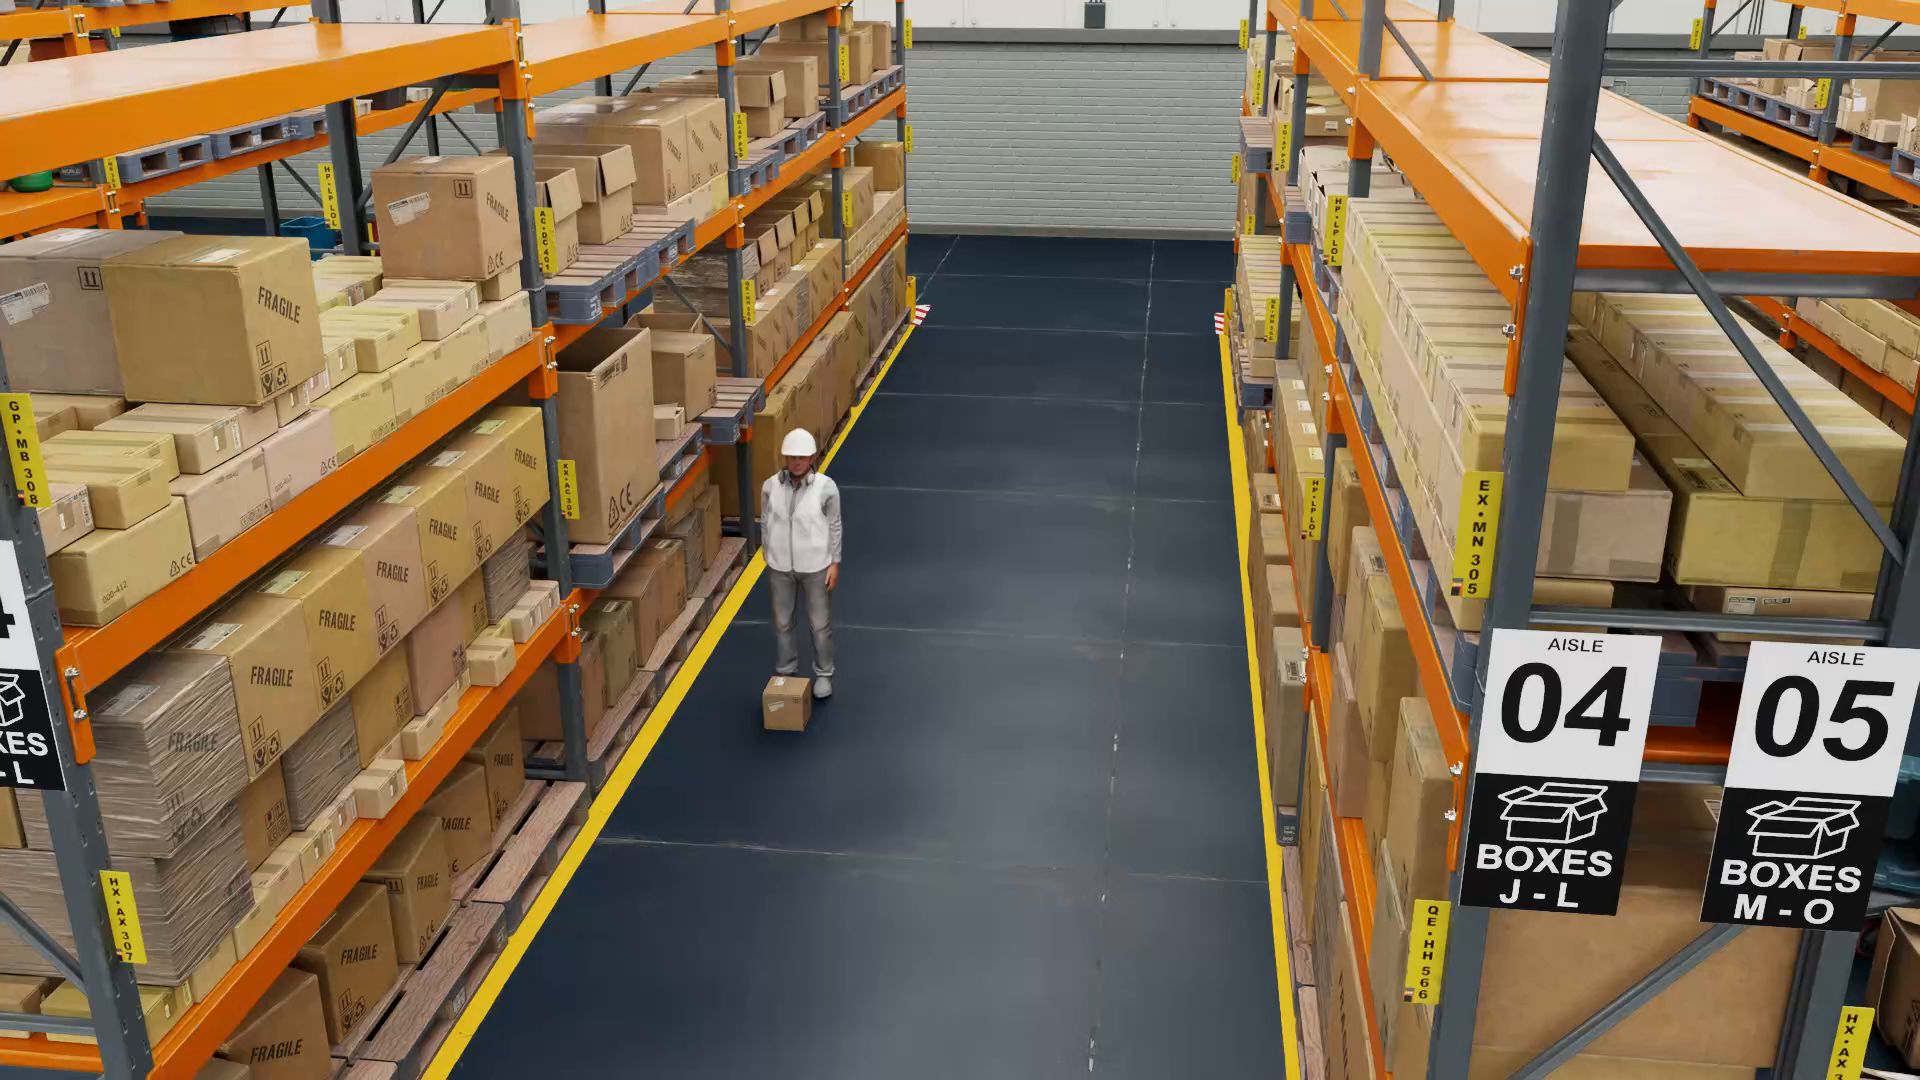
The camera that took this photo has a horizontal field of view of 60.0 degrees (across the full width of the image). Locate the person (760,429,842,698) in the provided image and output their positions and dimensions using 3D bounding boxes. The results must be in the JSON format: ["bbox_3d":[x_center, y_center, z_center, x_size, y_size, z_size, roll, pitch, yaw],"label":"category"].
[{"bbox_3d":[-1.015,0.151,10.653,0.530,1.769,0.358,3,21,8],"label":"person"}]
